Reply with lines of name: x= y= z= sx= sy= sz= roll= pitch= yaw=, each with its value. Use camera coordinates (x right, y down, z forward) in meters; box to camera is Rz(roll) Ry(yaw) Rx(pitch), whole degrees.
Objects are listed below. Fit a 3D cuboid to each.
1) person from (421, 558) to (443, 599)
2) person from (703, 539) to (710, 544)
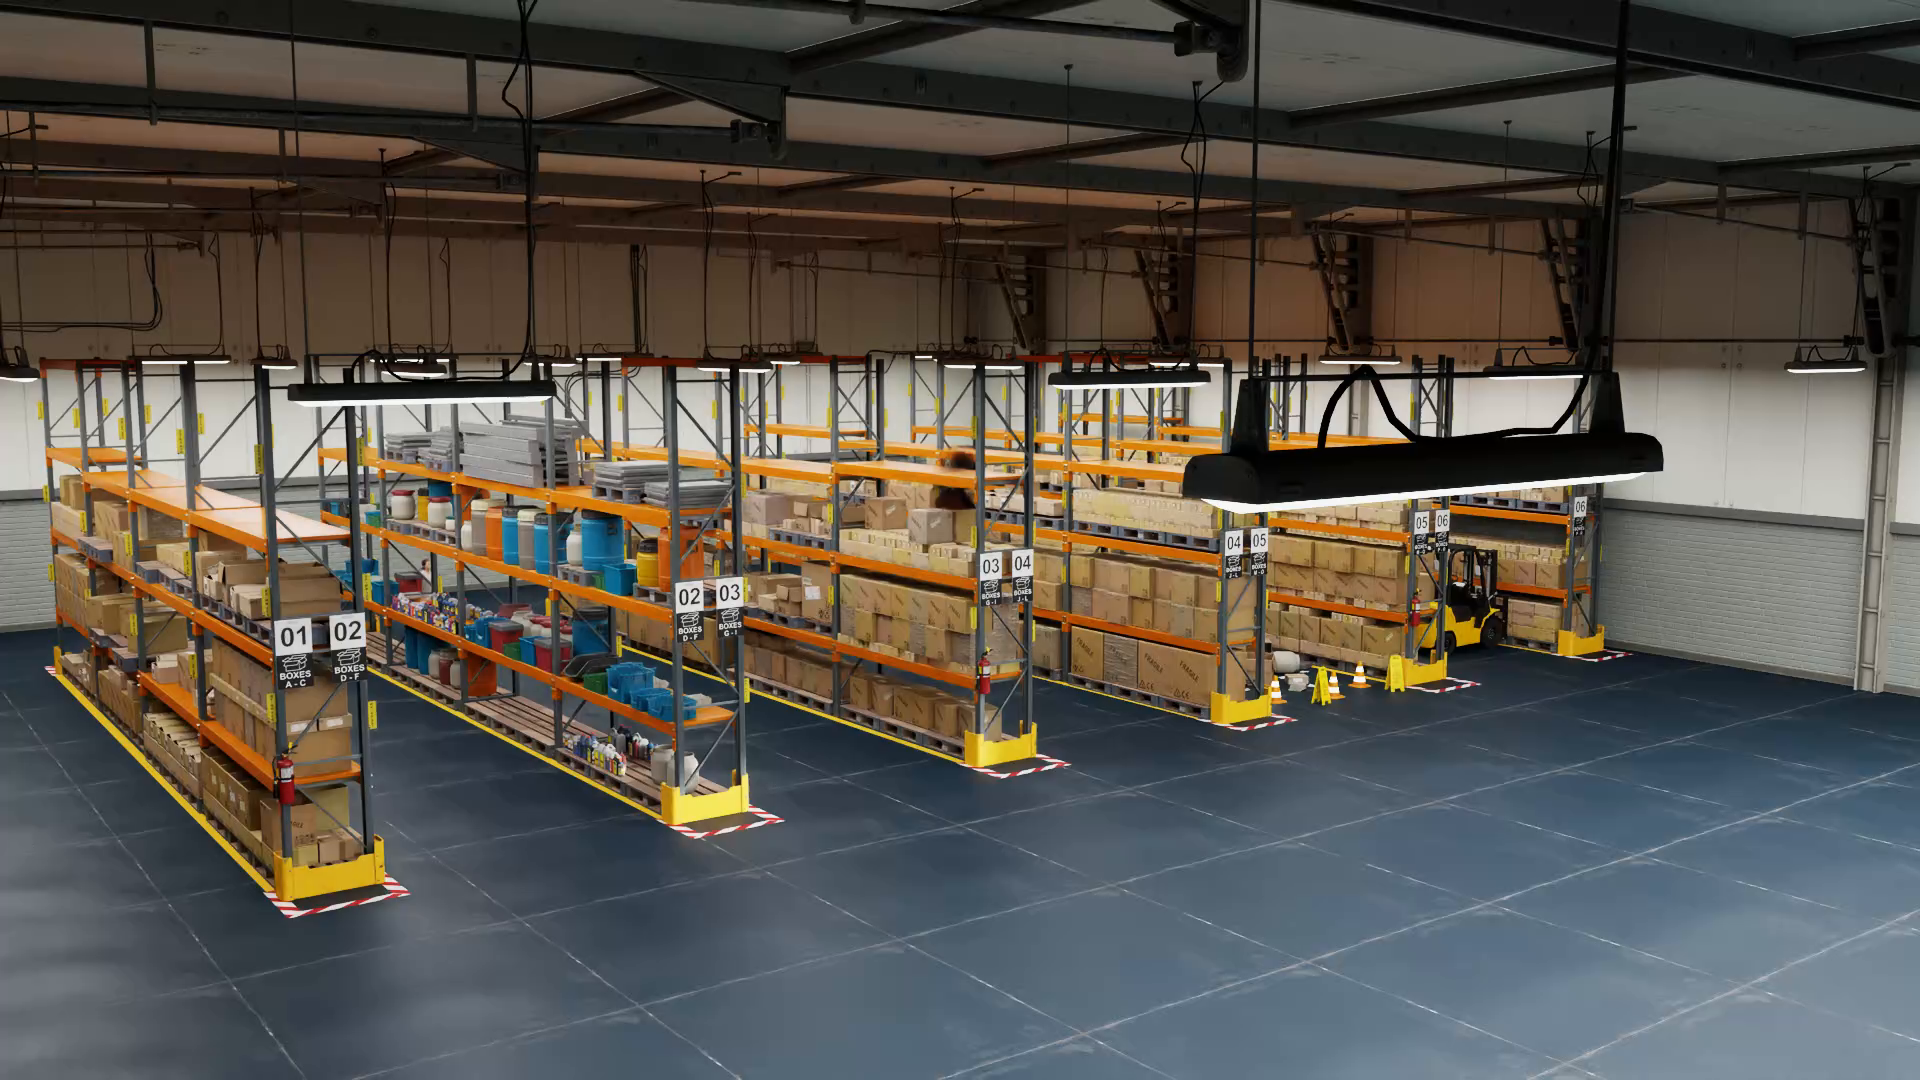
person: x=-11.505 y=1.198 z=36.021 sx=0.639 sy=1.613 sz=0.646 roll=3 pitch=7 yaw=20
person: x=-6.183 y=0.771 z=39.638 sx=0.672 sy=1.614 sz=0.925 roll=-1 pitch=7 yaw=-10
